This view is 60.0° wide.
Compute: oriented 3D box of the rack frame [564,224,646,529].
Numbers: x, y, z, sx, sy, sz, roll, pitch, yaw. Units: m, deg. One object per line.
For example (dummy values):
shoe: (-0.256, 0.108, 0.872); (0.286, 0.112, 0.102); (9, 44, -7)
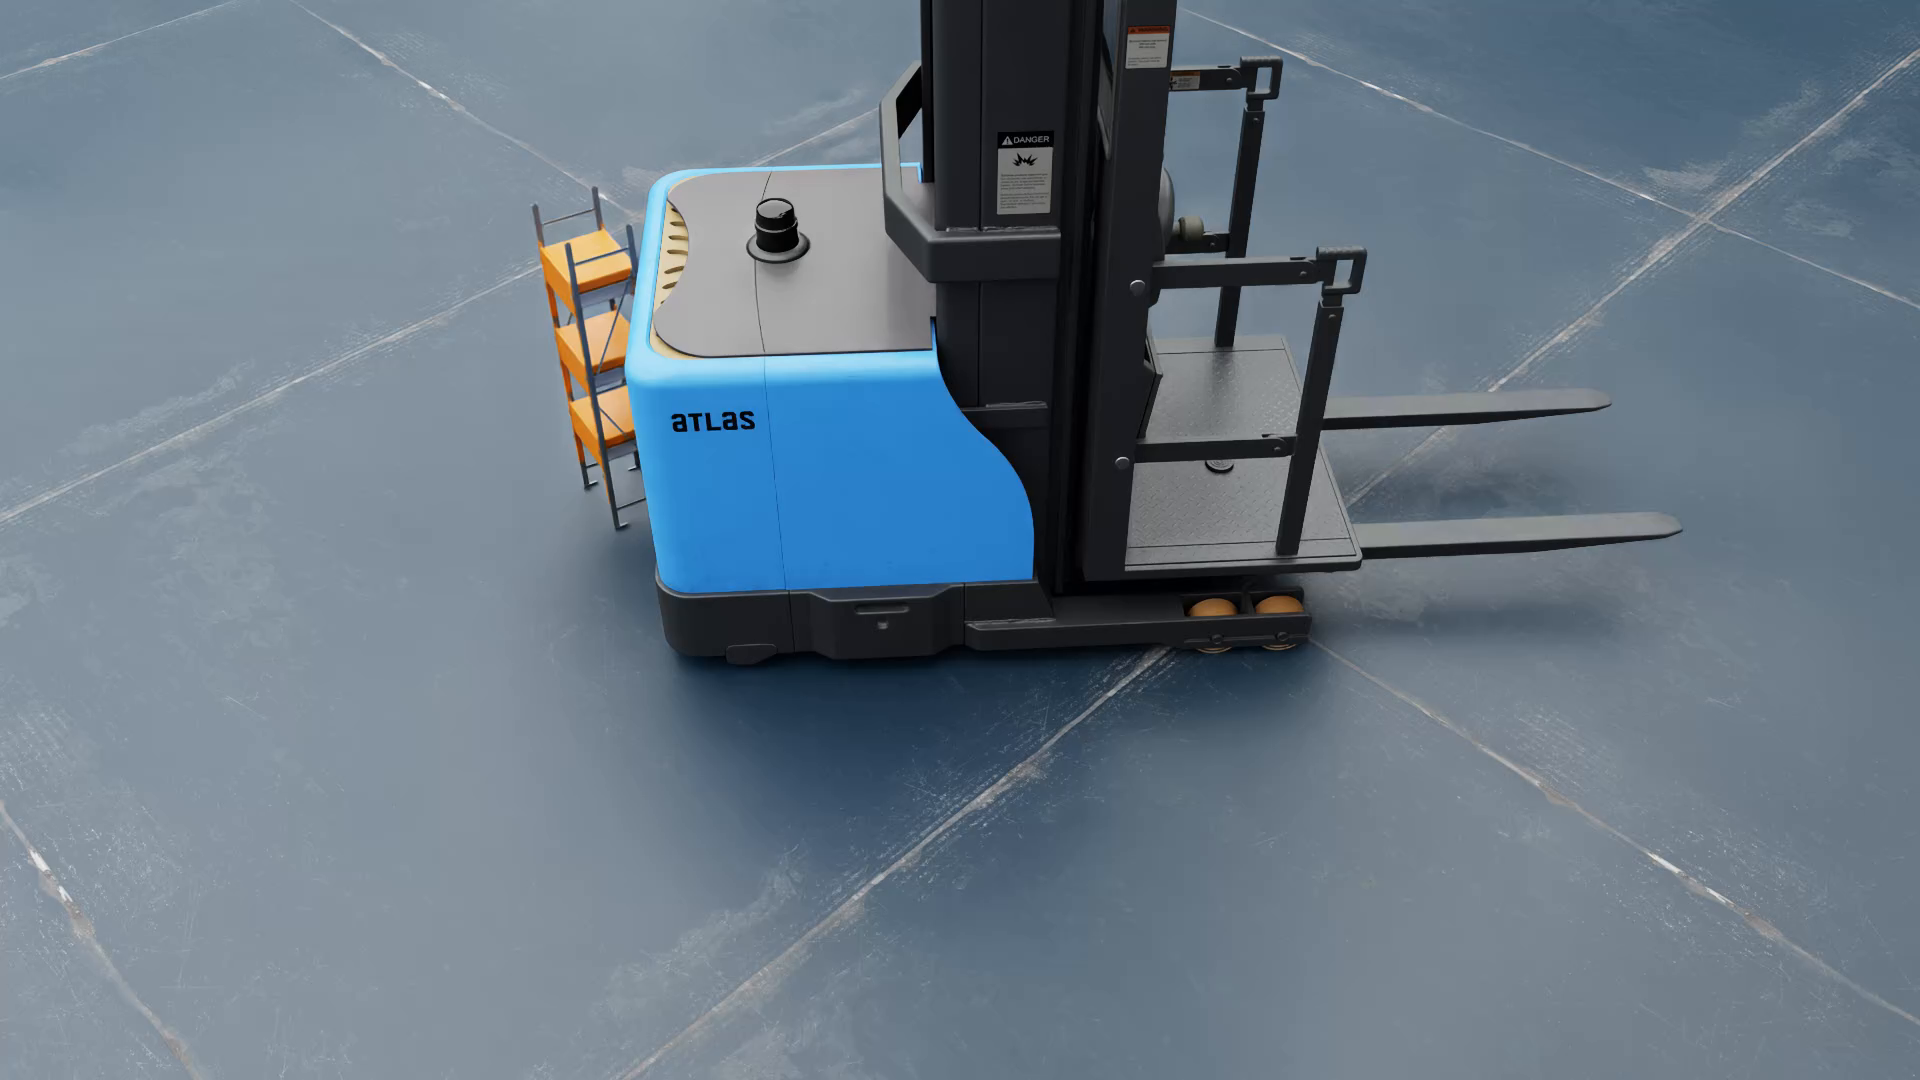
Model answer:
rack frame: (-1.009, -0.460, 4.970); (0.200, 1.050, 0.008); (-23, 47, -24)

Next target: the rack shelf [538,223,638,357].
rack shelf: (-1.072, -0.732, 4.863); (0.215, 0.259, 0.240); (-23, 47, -24)

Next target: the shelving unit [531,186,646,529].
shelving unit: (-1.074, -0.530, 5.046); (0.215, 1.050, 0.252); (-23, 47, -24)

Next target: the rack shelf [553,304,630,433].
rack shelf: (-1.074, -0.522, 5.054); (0.215, 0.259, 0.240); (-23, 47, -24)

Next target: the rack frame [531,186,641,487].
rack frame: (-1.139, -0.599, 5.123); (0.200, 1.050, 0.008); (-23, 47, -24)

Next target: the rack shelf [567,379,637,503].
rack shelf: (-1.076, -0.316, 5.240); (0.215, 0.259, 0.240); (-23, 47, -24)

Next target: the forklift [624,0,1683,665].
forklift: (0.624, -1.103, 4.284); (3.031, 2.935, 1.130); (-2, 43, -3)
